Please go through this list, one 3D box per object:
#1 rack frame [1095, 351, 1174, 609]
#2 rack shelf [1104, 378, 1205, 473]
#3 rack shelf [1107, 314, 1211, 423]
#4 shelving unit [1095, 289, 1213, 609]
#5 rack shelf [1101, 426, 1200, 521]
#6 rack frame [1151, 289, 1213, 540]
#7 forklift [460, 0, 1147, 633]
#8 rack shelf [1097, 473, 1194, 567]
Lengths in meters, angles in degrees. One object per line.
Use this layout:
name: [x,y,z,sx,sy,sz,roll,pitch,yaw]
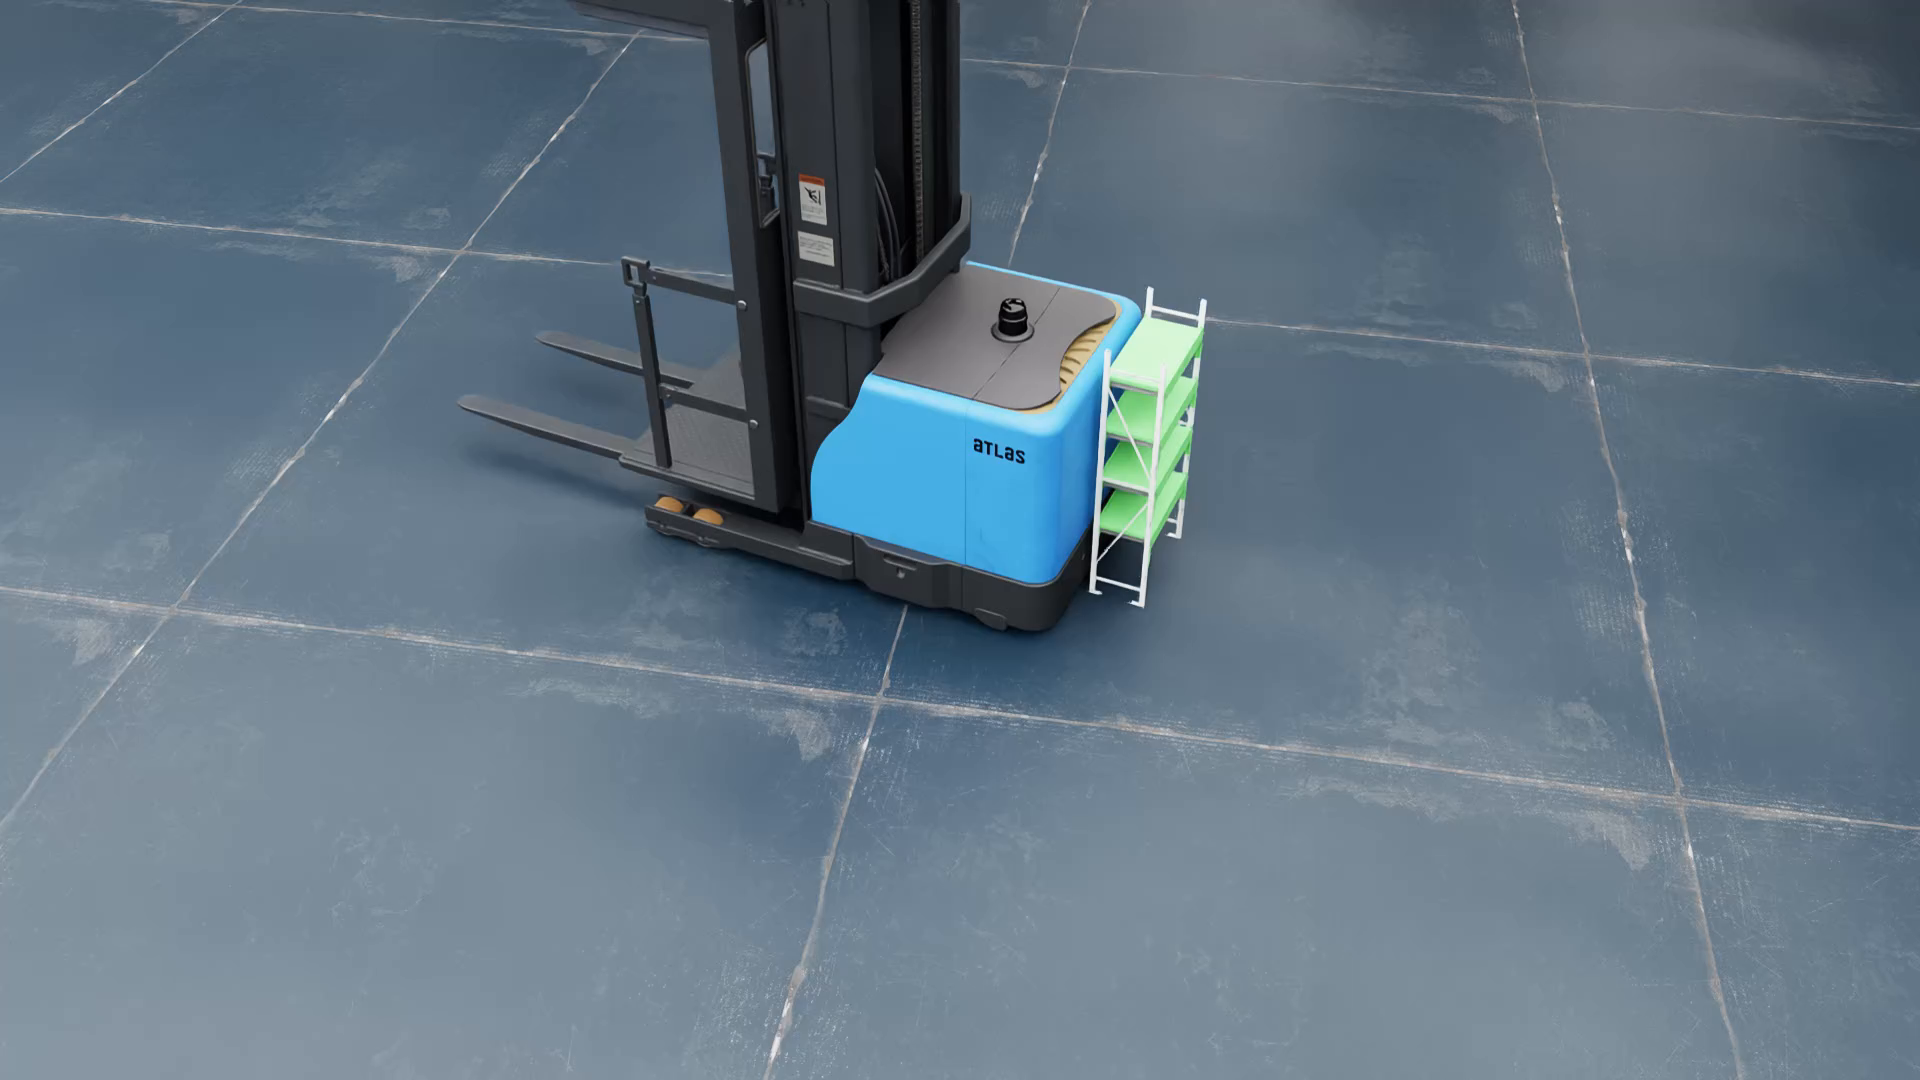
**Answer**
rack frame: [0.678,-0.210,6.563,0.240,1.200,0.015,16,42,18]
rack shelf: [0.777,-0.488,6.623,0.258,0.148,0.480,16,42,18]
rack shelf: [0.777,-0.673,6.470,0.258,0.148,0.480,16,42,18]
shelving unit: [0.777,-0.353,6.735,0.258,1.200,0.503,16,42,18]
rack shelf: [0.777,-0.303,6.775,0.258,0.148,0.480,16,42,18]
rack frame: [0.875,-0.495,6.907,0.240,1.200,0.015,16,42,18]
forklift: [-0.788,-1.381,6.620,3.031,2.935,1.130,16,42,19]
rack shelf: [0.777,-0.118,6.928,0.258,0.148,0.480,16,42,18]
